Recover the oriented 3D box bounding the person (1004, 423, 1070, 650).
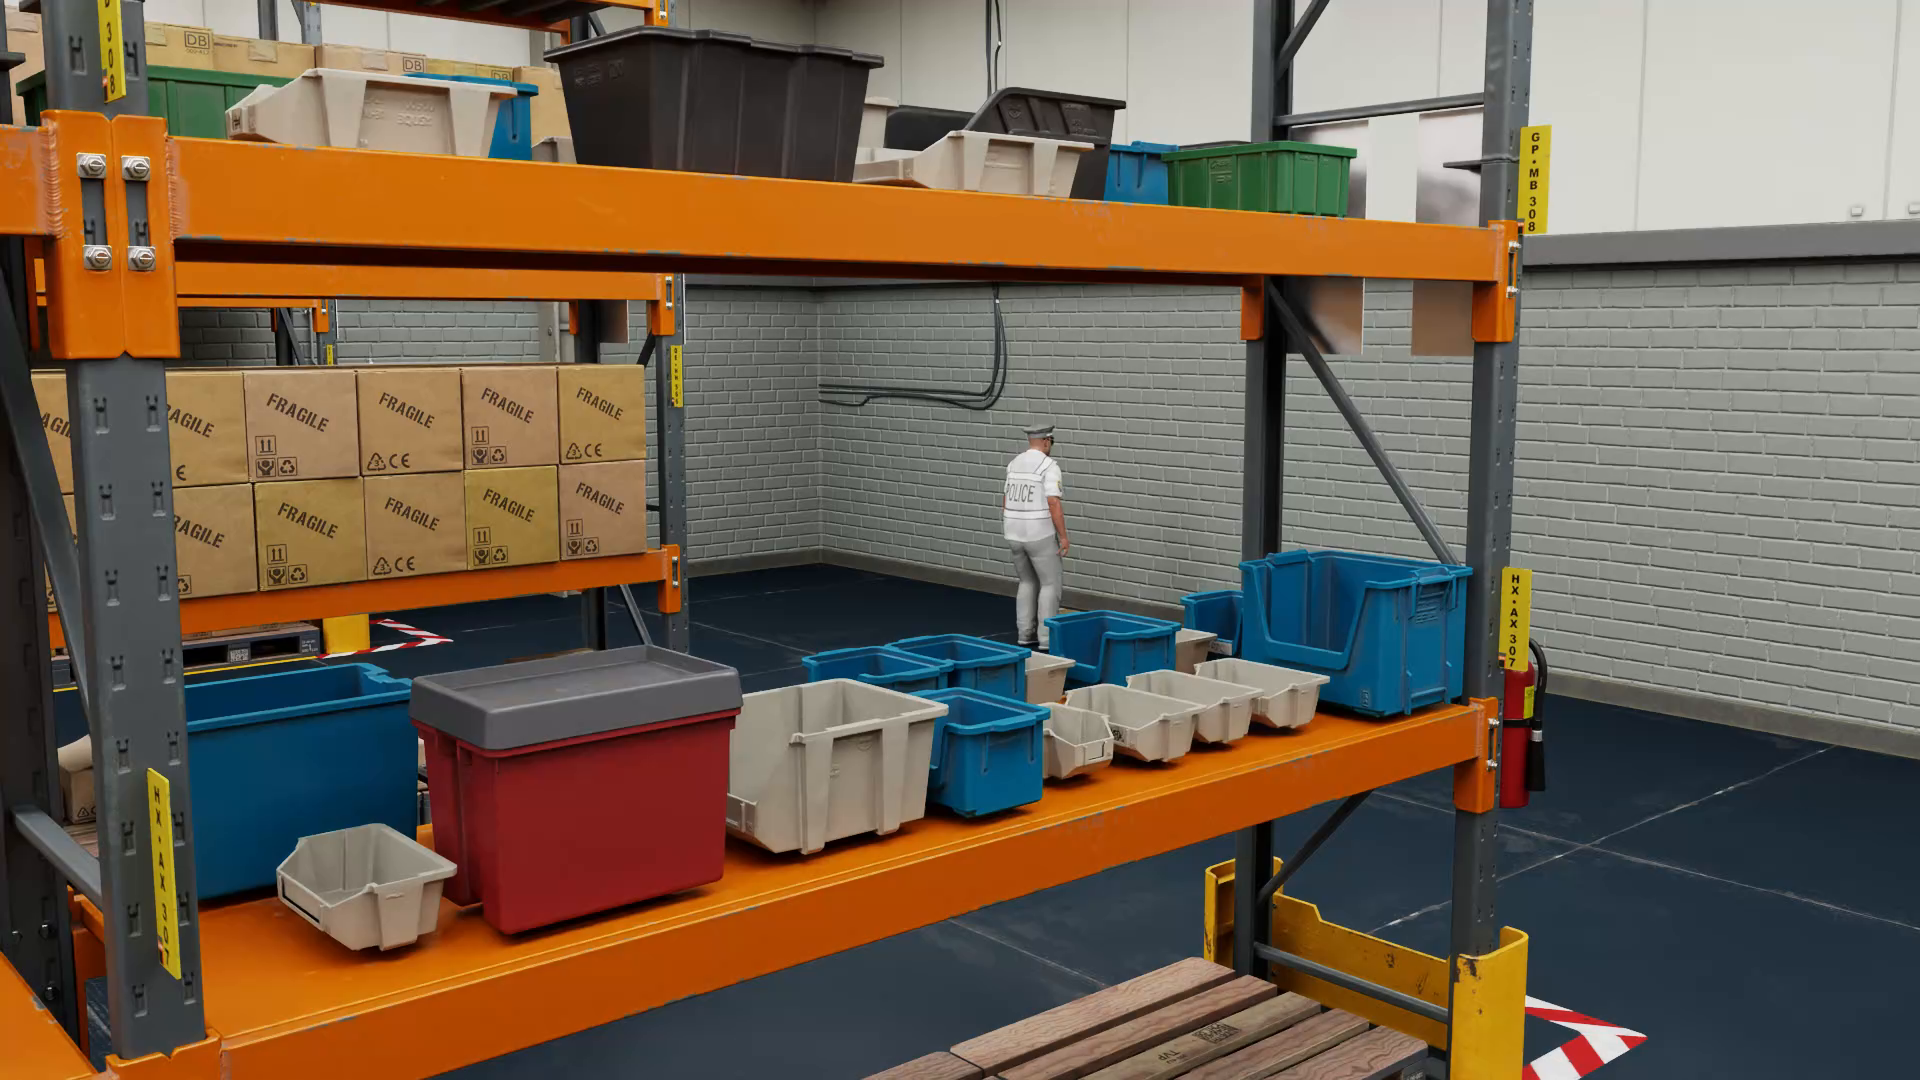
[{"bbox_3d":[0.596,-0.033,12.999,0.470,1.750,0.603,-7,10,-43],"label":"person"}]
